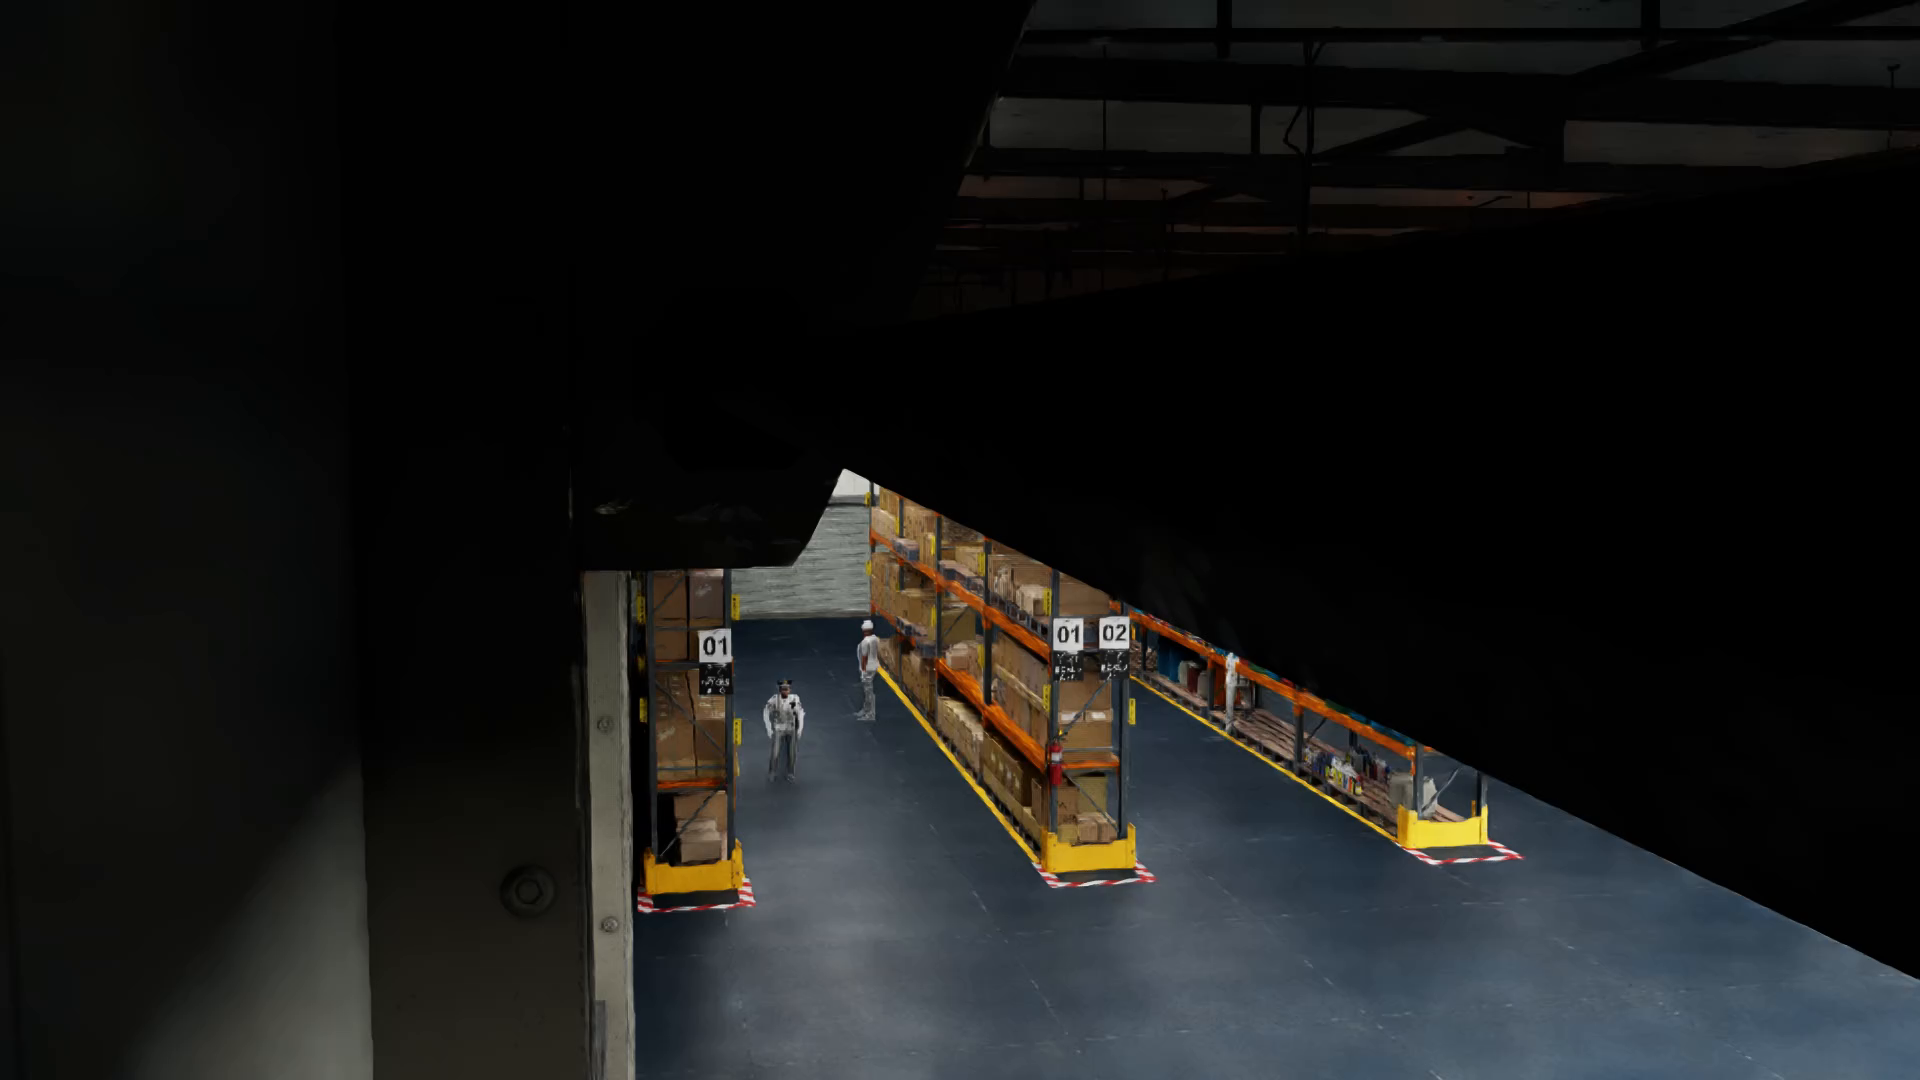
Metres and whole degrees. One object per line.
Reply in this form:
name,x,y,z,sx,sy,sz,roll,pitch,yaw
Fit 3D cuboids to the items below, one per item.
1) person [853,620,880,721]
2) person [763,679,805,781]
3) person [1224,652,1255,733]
person,-1.698,2.323,29.774,0.492,1.781,0.616,2,6,17
person,-2.680,2.889,25.317,0.639,1.628,0.506,-1,6,-13
person,4.814,2.481,28.617,0.531,1.619,0.951,1,6,11
